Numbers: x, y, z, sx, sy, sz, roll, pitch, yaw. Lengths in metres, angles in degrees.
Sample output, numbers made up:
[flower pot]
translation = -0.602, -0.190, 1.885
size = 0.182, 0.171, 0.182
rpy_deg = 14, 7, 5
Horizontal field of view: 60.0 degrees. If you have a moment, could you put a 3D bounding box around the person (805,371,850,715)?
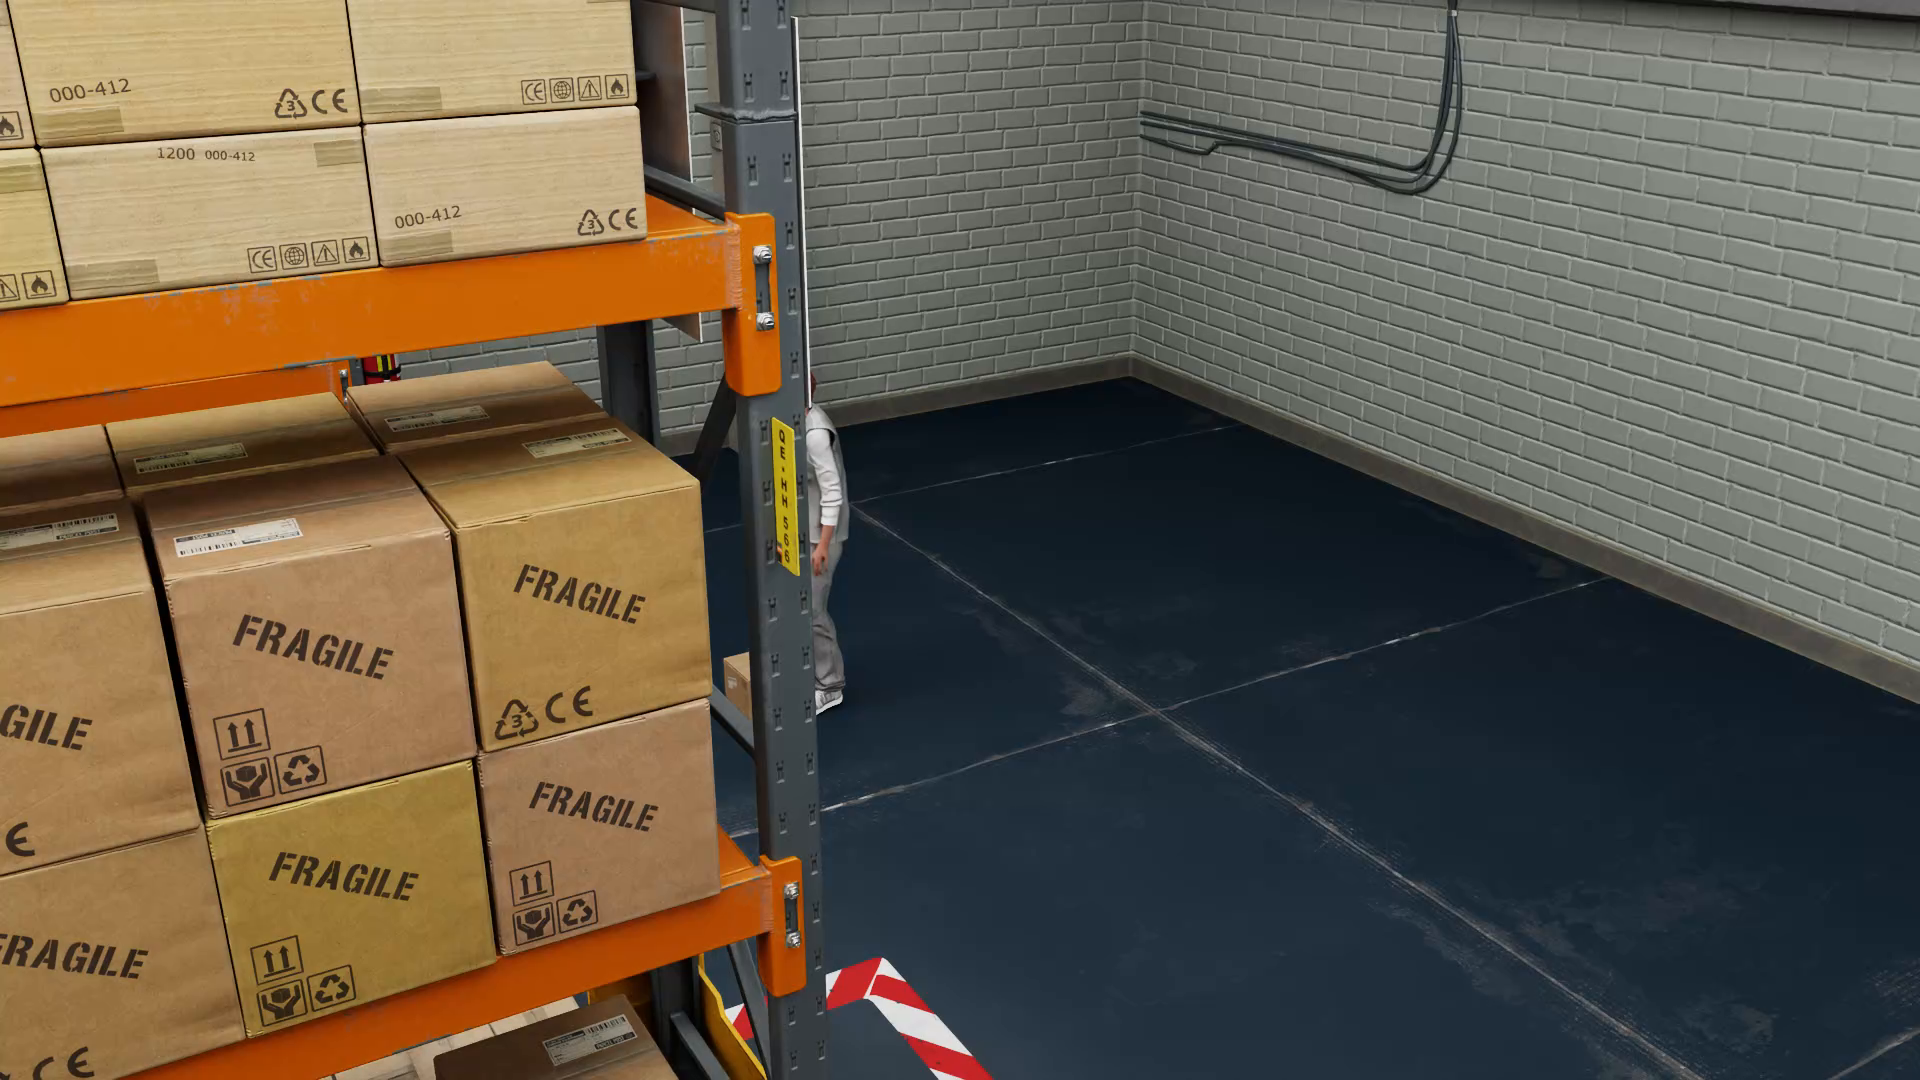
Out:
[person]
translation = -0.664, -0.021, 7.154
size = 0.341, 1.594, 0.482
rpy_deg = -14, 26, -30
